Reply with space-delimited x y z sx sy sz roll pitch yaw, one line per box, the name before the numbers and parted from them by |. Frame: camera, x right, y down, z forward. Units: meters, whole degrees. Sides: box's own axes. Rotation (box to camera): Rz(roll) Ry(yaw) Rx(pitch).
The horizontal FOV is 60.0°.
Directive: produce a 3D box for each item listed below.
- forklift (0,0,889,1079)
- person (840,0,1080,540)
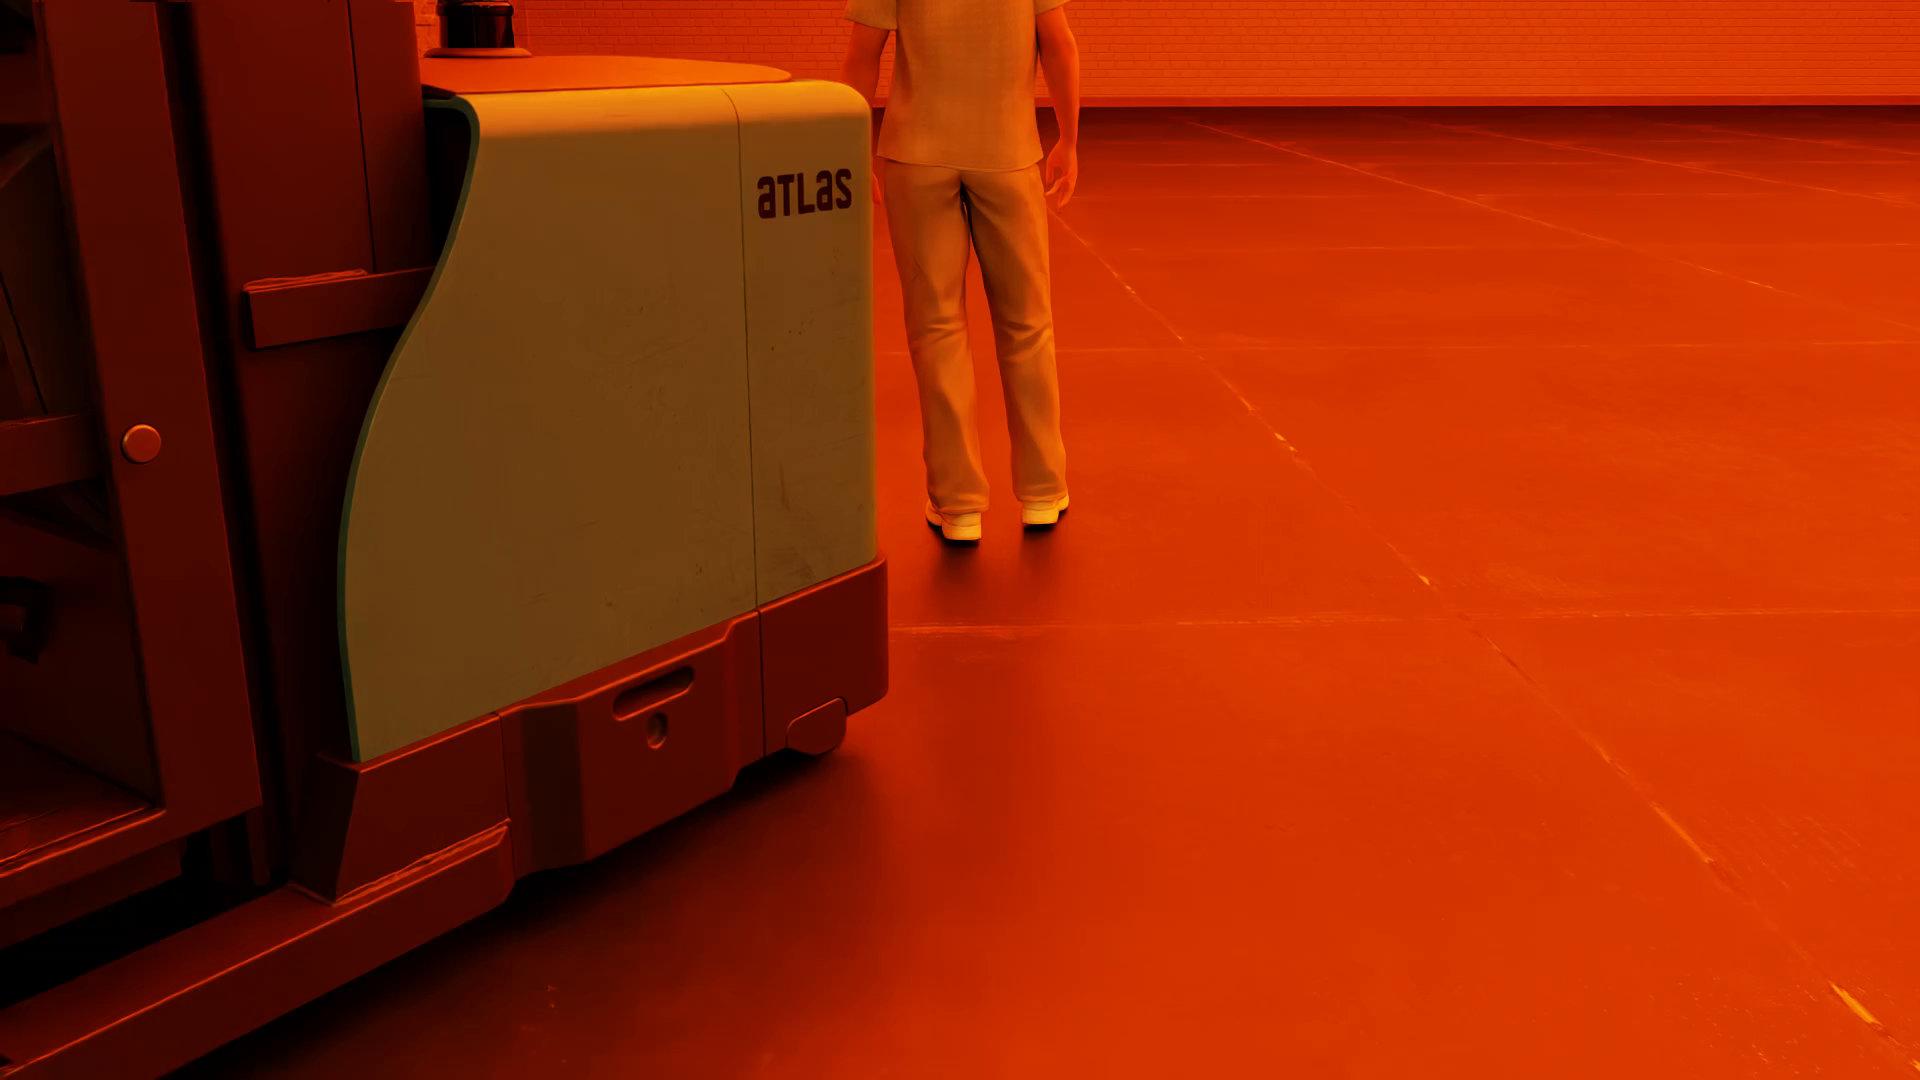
forklift | -1.394 -0.817 1.579 1.130 2.935 3.031 12 21 34
person | 0.009 -0.830 3.742 0.550 1.673 0.548 -1 17 -3
